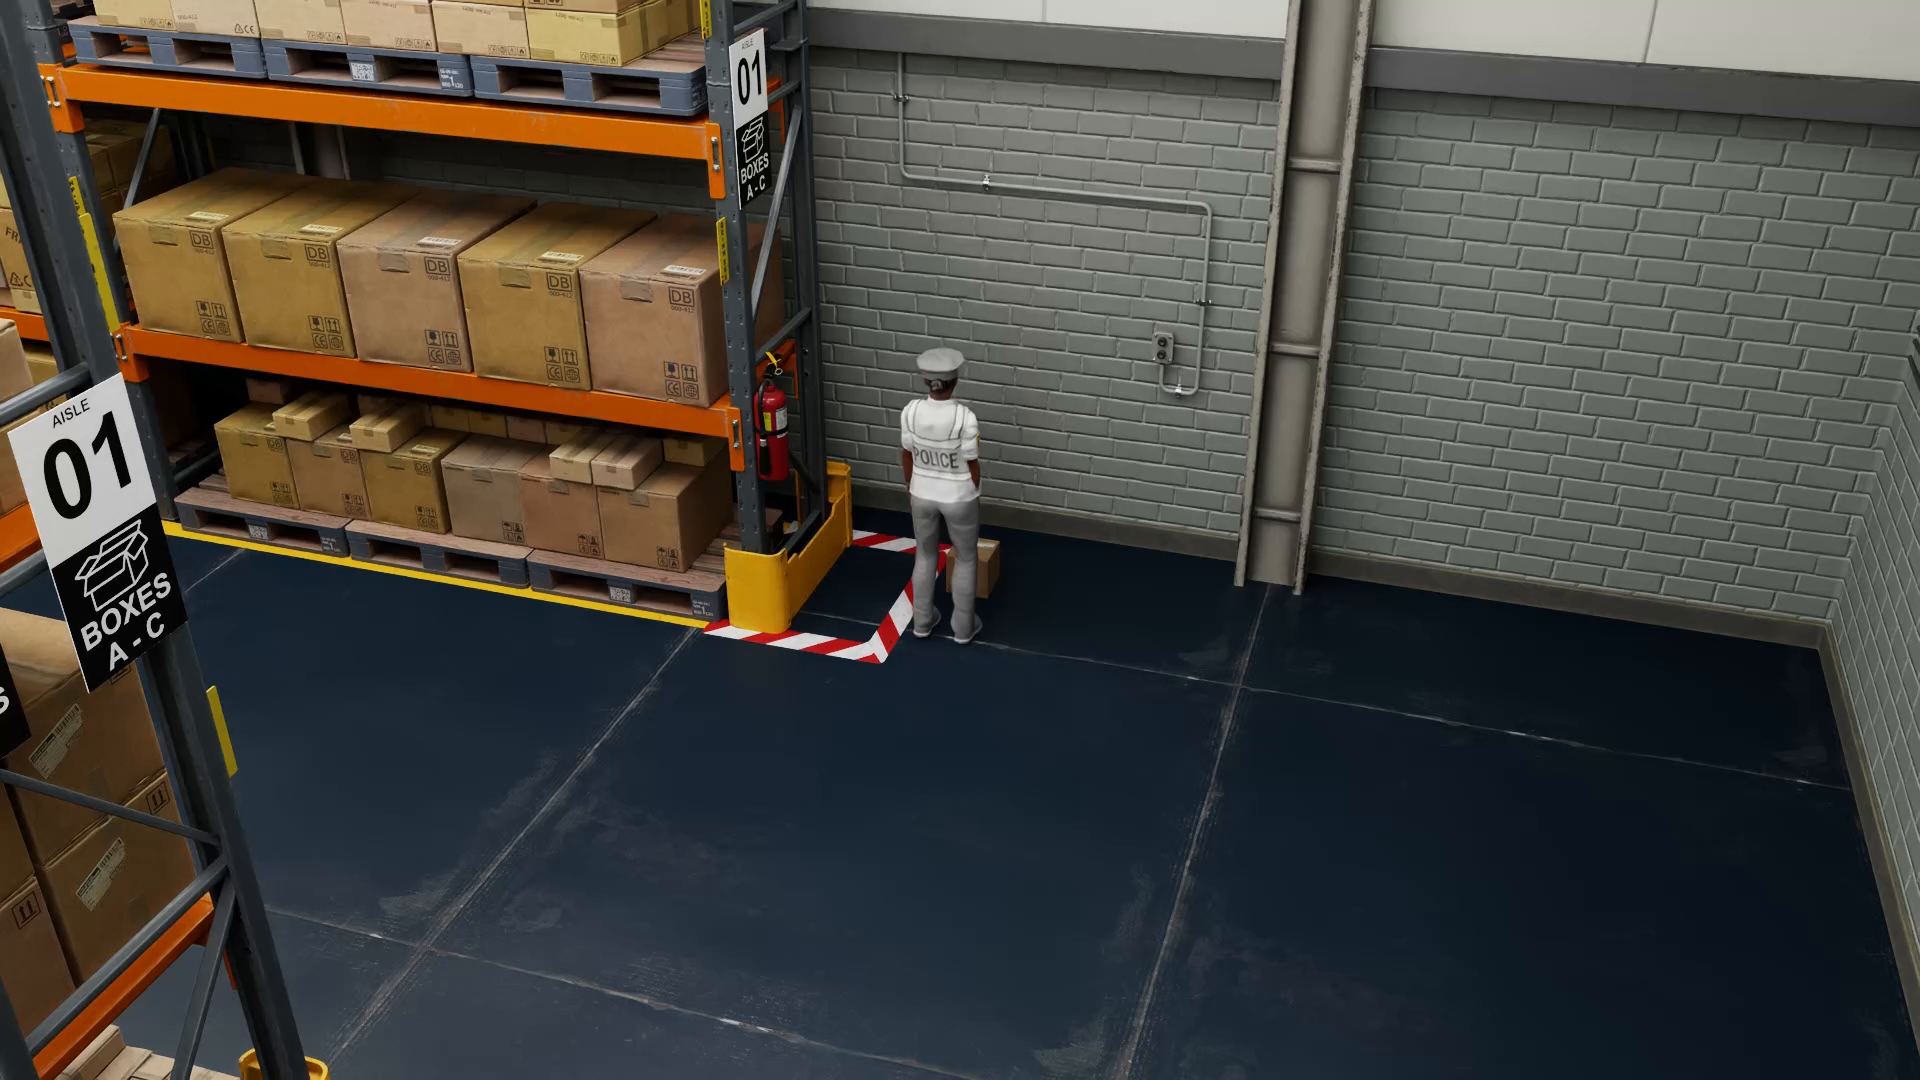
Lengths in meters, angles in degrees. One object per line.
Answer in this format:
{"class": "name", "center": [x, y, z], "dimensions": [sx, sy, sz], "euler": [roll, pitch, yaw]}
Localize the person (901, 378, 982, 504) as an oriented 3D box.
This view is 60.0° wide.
{"class": "person", "center": [-0.095, -0.516, 8.741], "dimensions": [0.438, 0.979, 0.340], "euler": [9, 31, 16]}
